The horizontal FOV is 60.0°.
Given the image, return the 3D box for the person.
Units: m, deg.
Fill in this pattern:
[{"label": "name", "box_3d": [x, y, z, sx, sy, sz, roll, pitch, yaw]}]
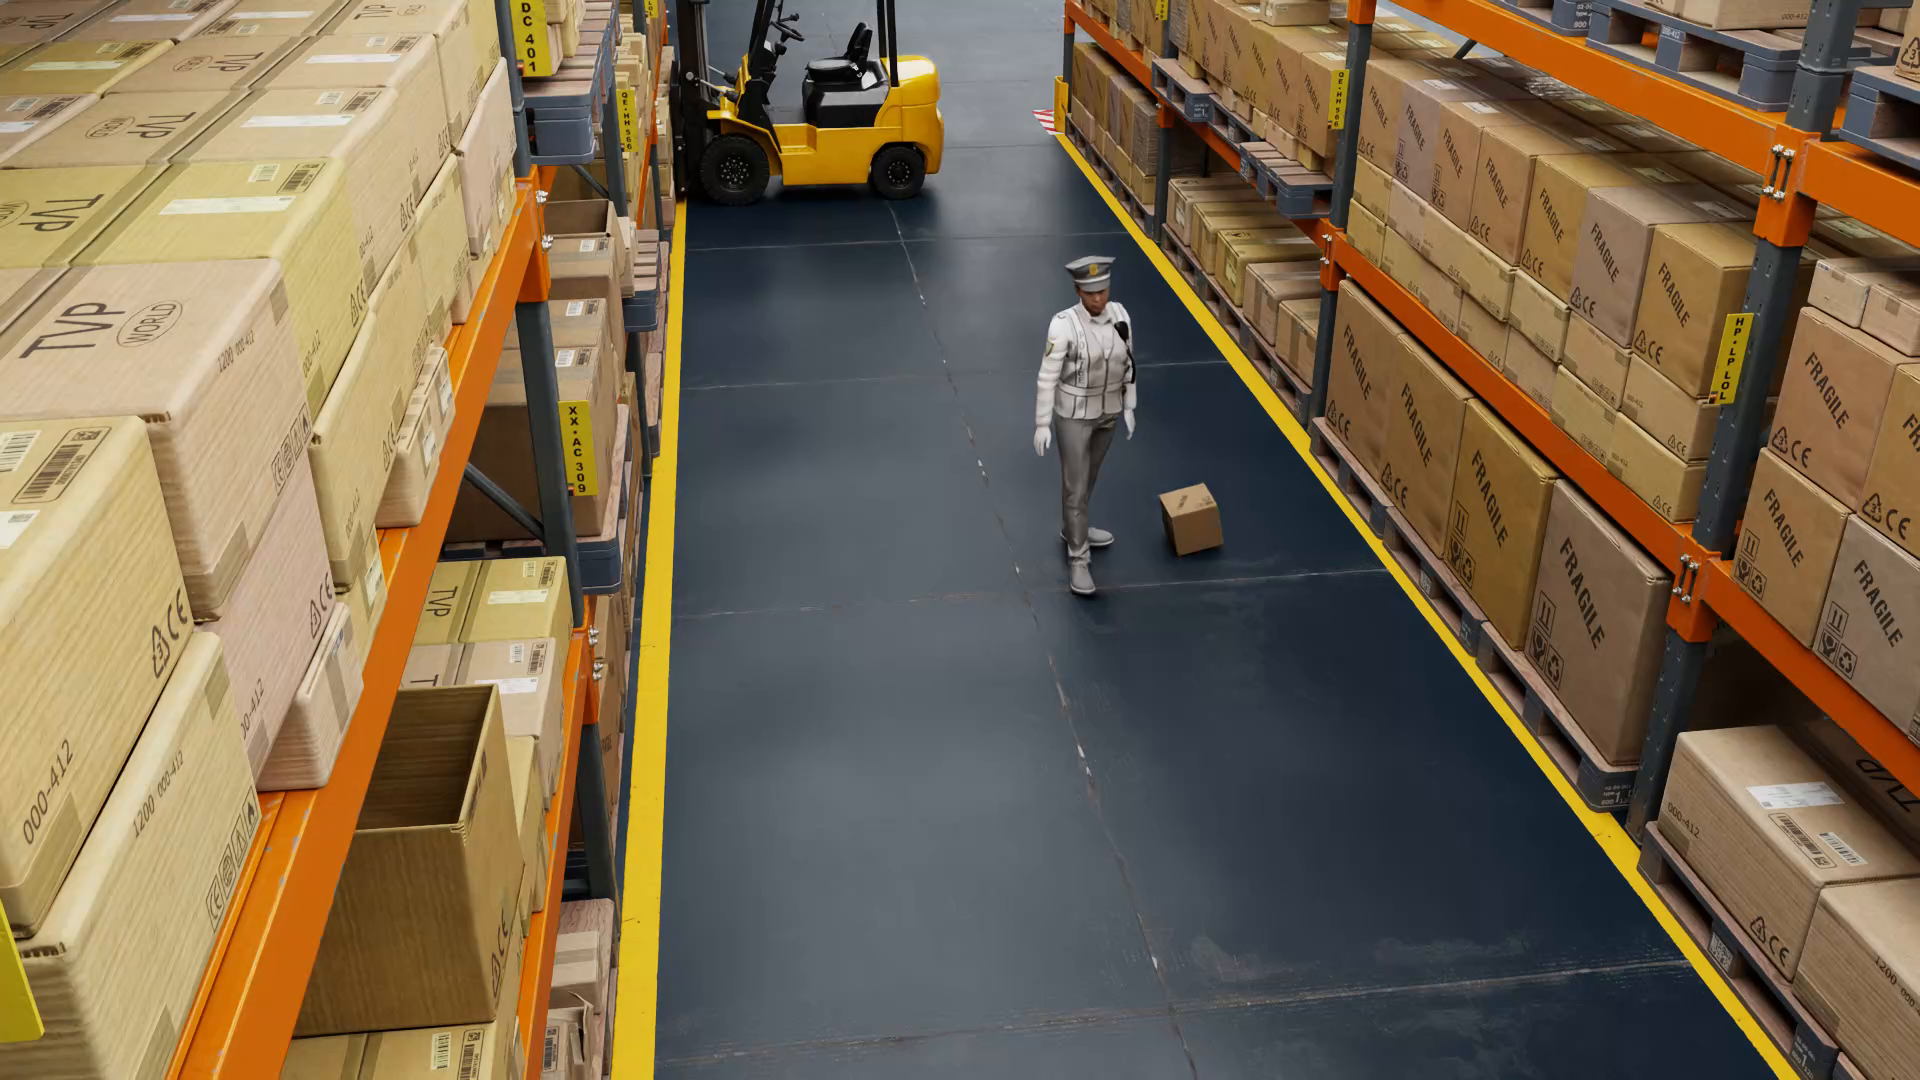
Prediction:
[{"label": "person", "box_3d": [0.634, -0.607, 8.259, 0.580, 1.660, 0.608, -16, 31, -28]}]
